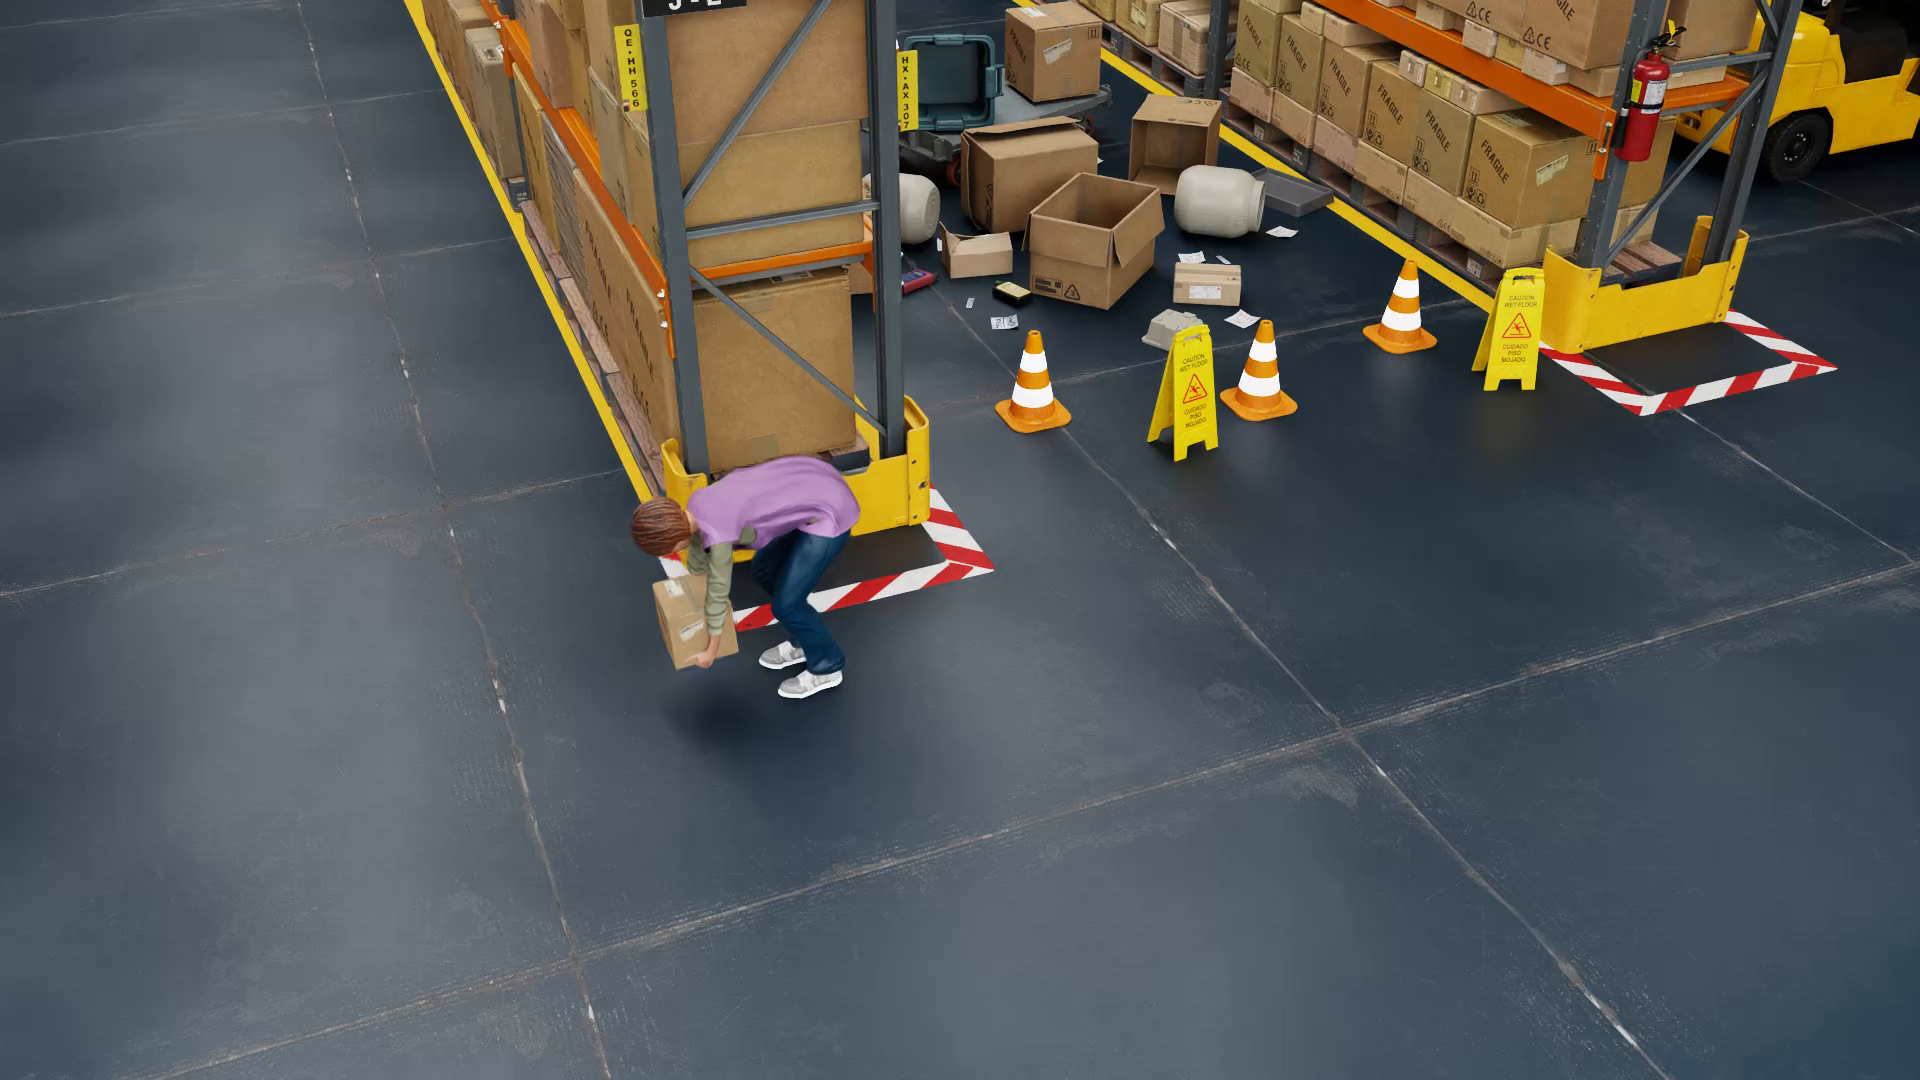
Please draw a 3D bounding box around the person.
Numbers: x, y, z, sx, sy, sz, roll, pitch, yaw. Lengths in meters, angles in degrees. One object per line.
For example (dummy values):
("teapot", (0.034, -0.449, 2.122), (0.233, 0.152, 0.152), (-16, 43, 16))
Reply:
("person", (-0.814, 0.159, 6.439), (0.868, 1.012, 0.388), (-11, 35, -16))
